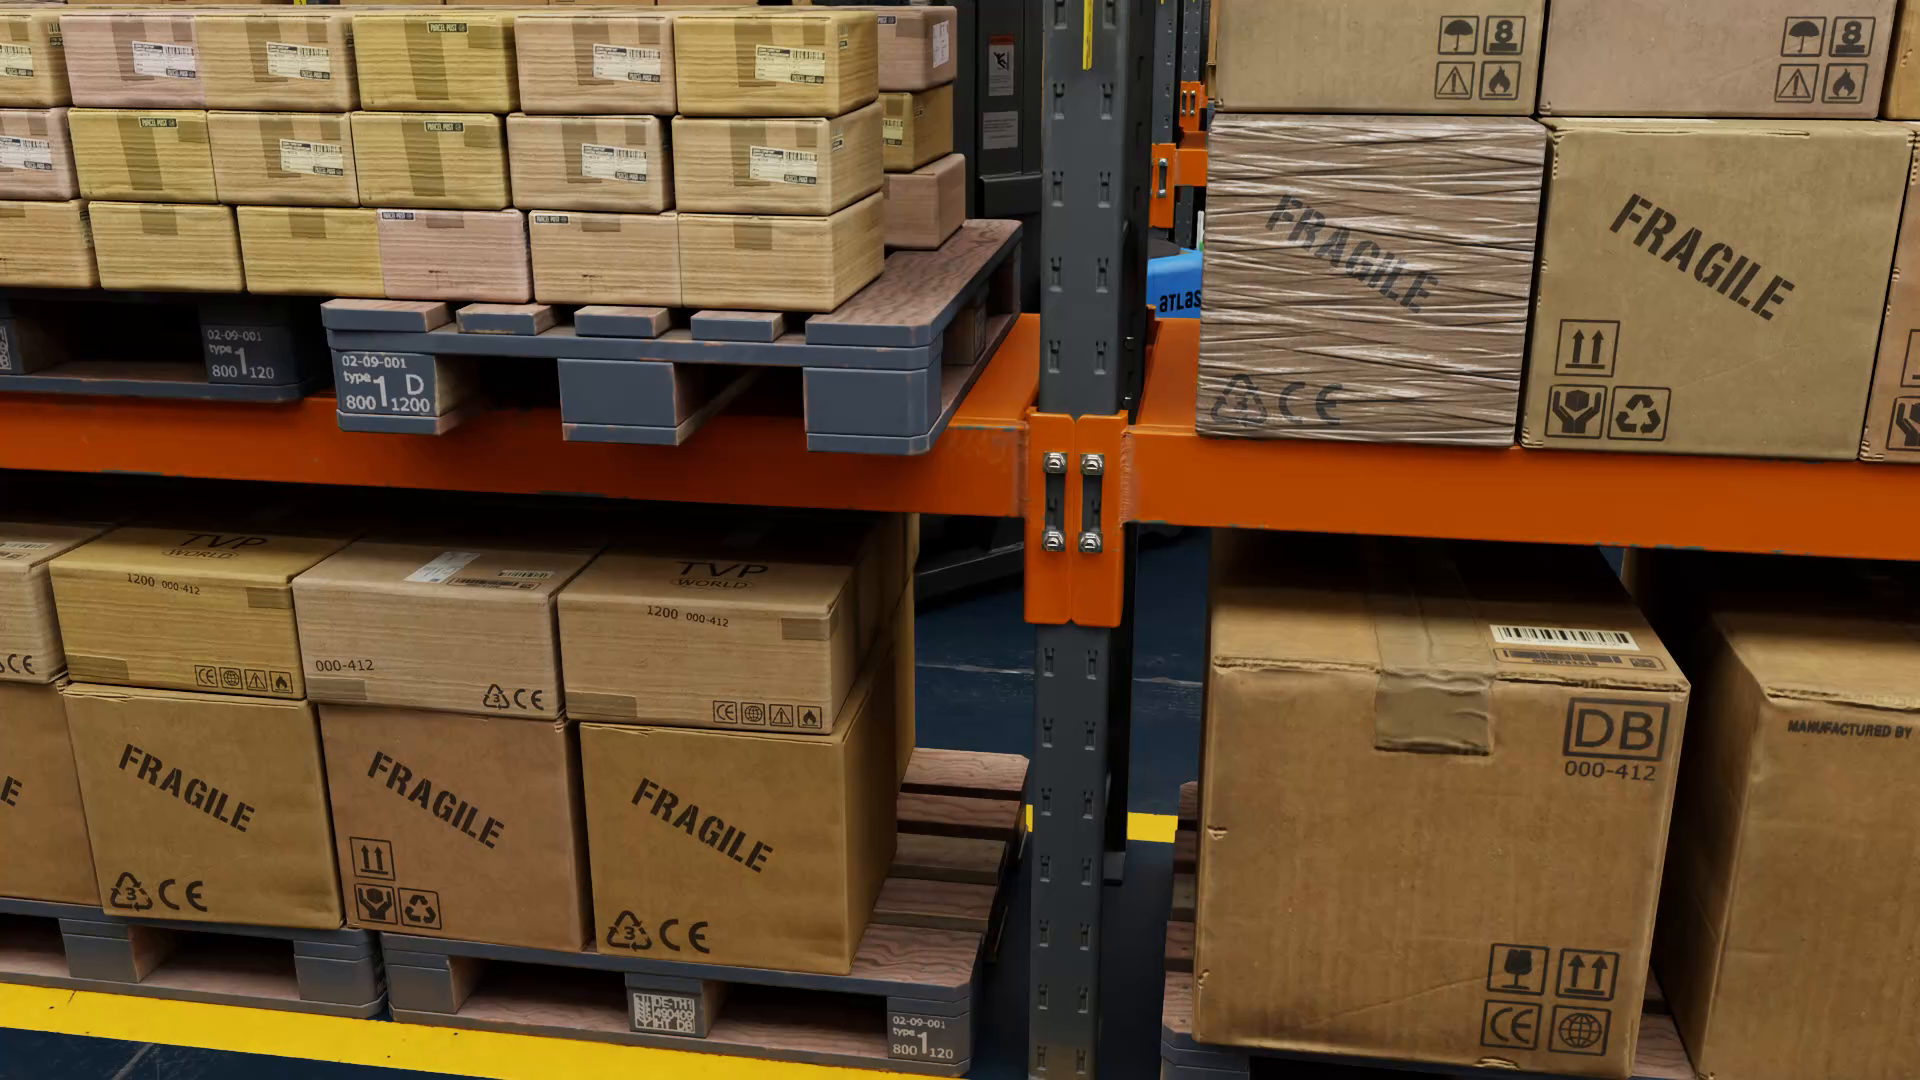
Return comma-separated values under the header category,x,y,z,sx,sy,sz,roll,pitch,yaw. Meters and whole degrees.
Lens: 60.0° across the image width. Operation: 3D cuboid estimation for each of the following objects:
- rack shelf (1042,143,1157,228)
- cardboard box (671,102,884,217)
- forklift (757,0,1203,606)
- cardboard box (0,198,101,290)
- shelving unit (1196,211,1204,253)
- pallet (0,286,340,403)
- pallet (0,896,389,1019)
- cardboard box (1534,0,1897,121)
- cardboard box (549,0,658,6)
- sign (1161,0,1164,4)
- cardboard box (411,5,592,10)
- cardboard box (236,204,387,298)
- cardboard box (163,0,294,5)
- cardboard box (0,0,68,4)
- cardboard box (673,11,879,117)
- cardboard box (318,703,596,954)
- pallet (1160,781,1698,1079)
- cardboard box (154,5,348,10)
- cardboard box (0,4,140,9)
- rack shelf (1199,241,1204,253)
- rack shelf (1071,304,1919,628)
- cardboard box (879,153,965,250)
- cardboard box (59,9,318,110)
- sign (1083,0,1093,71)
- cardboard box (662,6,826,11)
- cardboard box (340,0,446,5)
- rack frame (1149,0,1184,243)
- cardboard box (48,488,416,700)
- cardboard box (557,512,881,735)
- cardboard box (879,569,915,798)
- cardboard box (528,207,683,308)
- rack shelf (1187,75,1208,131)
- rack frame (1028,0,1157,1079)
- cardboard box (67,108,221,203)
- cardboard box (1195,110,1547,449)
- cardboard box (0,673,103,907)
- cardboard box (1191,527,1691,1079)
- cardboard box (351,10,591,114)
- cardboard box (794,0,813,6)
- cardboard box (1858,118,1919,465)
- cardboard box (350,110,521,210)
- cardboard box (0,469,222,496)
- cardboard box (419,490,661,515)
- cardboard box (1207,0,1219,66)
category,x,y,z,sx,sy,sz,roll,pitch,yaw
rack shelf,-1.019,-1.846,8.226,4.000,0.370,1.077,3,19,9
cardboard box,-0.289,-0.634,2.735,0.250,0.149,0.380,3,19,10
forklift,-0.532,-1.251,5.423,3.031,2.935,1.130,-14,23,-36
cardboard box,-1.555,-0.557,2.976,0.250,0.149,0.380,3,19,10
shelving unit,1.159,-0.641,6.329,0.503,1.200,0.258,11,21,29
pallet,-1.690,-0.526,3.451,1.213,0.211,1.003,3,19,9
pallet,-1.702,0.690,3.908,1.213,0.211,1.003,3,19,9
cardboard box,1.212,-1.001,2.835,0.500,0.500,0.700,3,19,8
cardboard box,-1.603,-2.654,7.774,0.500,0.500,0.500,2,19,7
sign,0.871,-2.461,7.107,0.005,0.325,0.100,3,19,9
cardboard box,-0.923,-1.016,3.410,0.250,0.149,0.380,2,19,6
cardboard box,-1.034,-0.531,2.896,0.250,0.149,0.380,3,19,8
cardboard box,-3.503,-2.746,8.050,0.500,0.500,0.500,3,19,8
cardboard box,-4.507,-2.797,8.202,0.500,0.500,0.500,3,19,9
cardboard box,-0.286,-0.774,2.684,0.250,0.149,0.380,2,19,6
cardboard box,-0.932,0.477,3.427,0.500,0.500,0.500,4,19,11
pallet,1.037,0.855,3.414,1.213,0.211,1.003,3,19,9
cardboard box,-1.453,-1.042,3.487,0.250,0.149,0.380,3,19,10
cardboard box,-1.965,-1.069,3.567,0.250,0.149,0.380,2,19,6
rack shelf,1.159,-1.036,6.197,0.480,0.148,0.258,11,21,29
rack shelf,2.245,-0.089,2.974,4.000,0.370,1.077,3,19,9
cardboard box,-0.139,-0.696,3.390,0.250,0.149,0.380,3,19,8
cardboard box,-1.293,-0.826,2.842,0.250,0.149,0.380,3,19,9
sign,0.194,-0.871,2.480,0.005,0.325,0.100,3,19,9
cardboard box,-0.421,-0.989,3.328,0.250,0.149,0.380,2,19,7
cardboard box,-2.604,-2.697,7.903,0.500,0.500,0.500,3,19,9
rack frame,0.956,-2.086,7.811,0.127,3.000,1.000,3,19,9
cardboard box,-1.446,0.096,3.386,0.500,0.250,0.500,3,19,10
cardboard box,-0.446,0.148,3.229,0.500,0.250,0.500,2,19,7
cardboard box,-0.387,0.340,3.836,0.500,0.500,0.500,2,19,6
cardboard box,-0.534,-0.504,2.817,0.250,0.149,0.380,3,19,9
rack shelf,3.714,-3.200,12.272,4.000,0.370,1.077,3,19,9
rack frame,0.271,-0.530,3.161,0.127,3.000,1.000,3,19,9
cardboard box,-1.306,-0.685,2.888,0.250,0.149,0.380,3,19,8
cardboard box,0.671,-0.471,2.825,0.500,0.500,0.500,3,19,9
cardboard box,-1.949,0.423,3.589,0.500,0.500,0.500,3,19,10
cardboard box,0.858,0.396,3.275,0.750,0.750,1.050,3,19,8
cardboard box,-0.792,-0.800,2.763,0.250,0.149,0.380,4,19,10
cardboard box,-0.593,-2.602,7.620,0.500,0.500,0.500,3,19,9
cardboard box,1.672,-0.420,2.675,0.500,0.500,0.500,3,19,9
cardboard box,-0.813,-0.659,2.810,0.250,0.149,0.380,3,19,10
cardboard box,-1.874,-0.091,3.942,0.500,0.250,0.500,2,19,6
cardboard box,-0.872,-0.036,3.778,0.500,0.250,0.500,3,19,8
cardboard box,1.364,-2.379,7.397,0.500,0.500,0.500,2,19,7
